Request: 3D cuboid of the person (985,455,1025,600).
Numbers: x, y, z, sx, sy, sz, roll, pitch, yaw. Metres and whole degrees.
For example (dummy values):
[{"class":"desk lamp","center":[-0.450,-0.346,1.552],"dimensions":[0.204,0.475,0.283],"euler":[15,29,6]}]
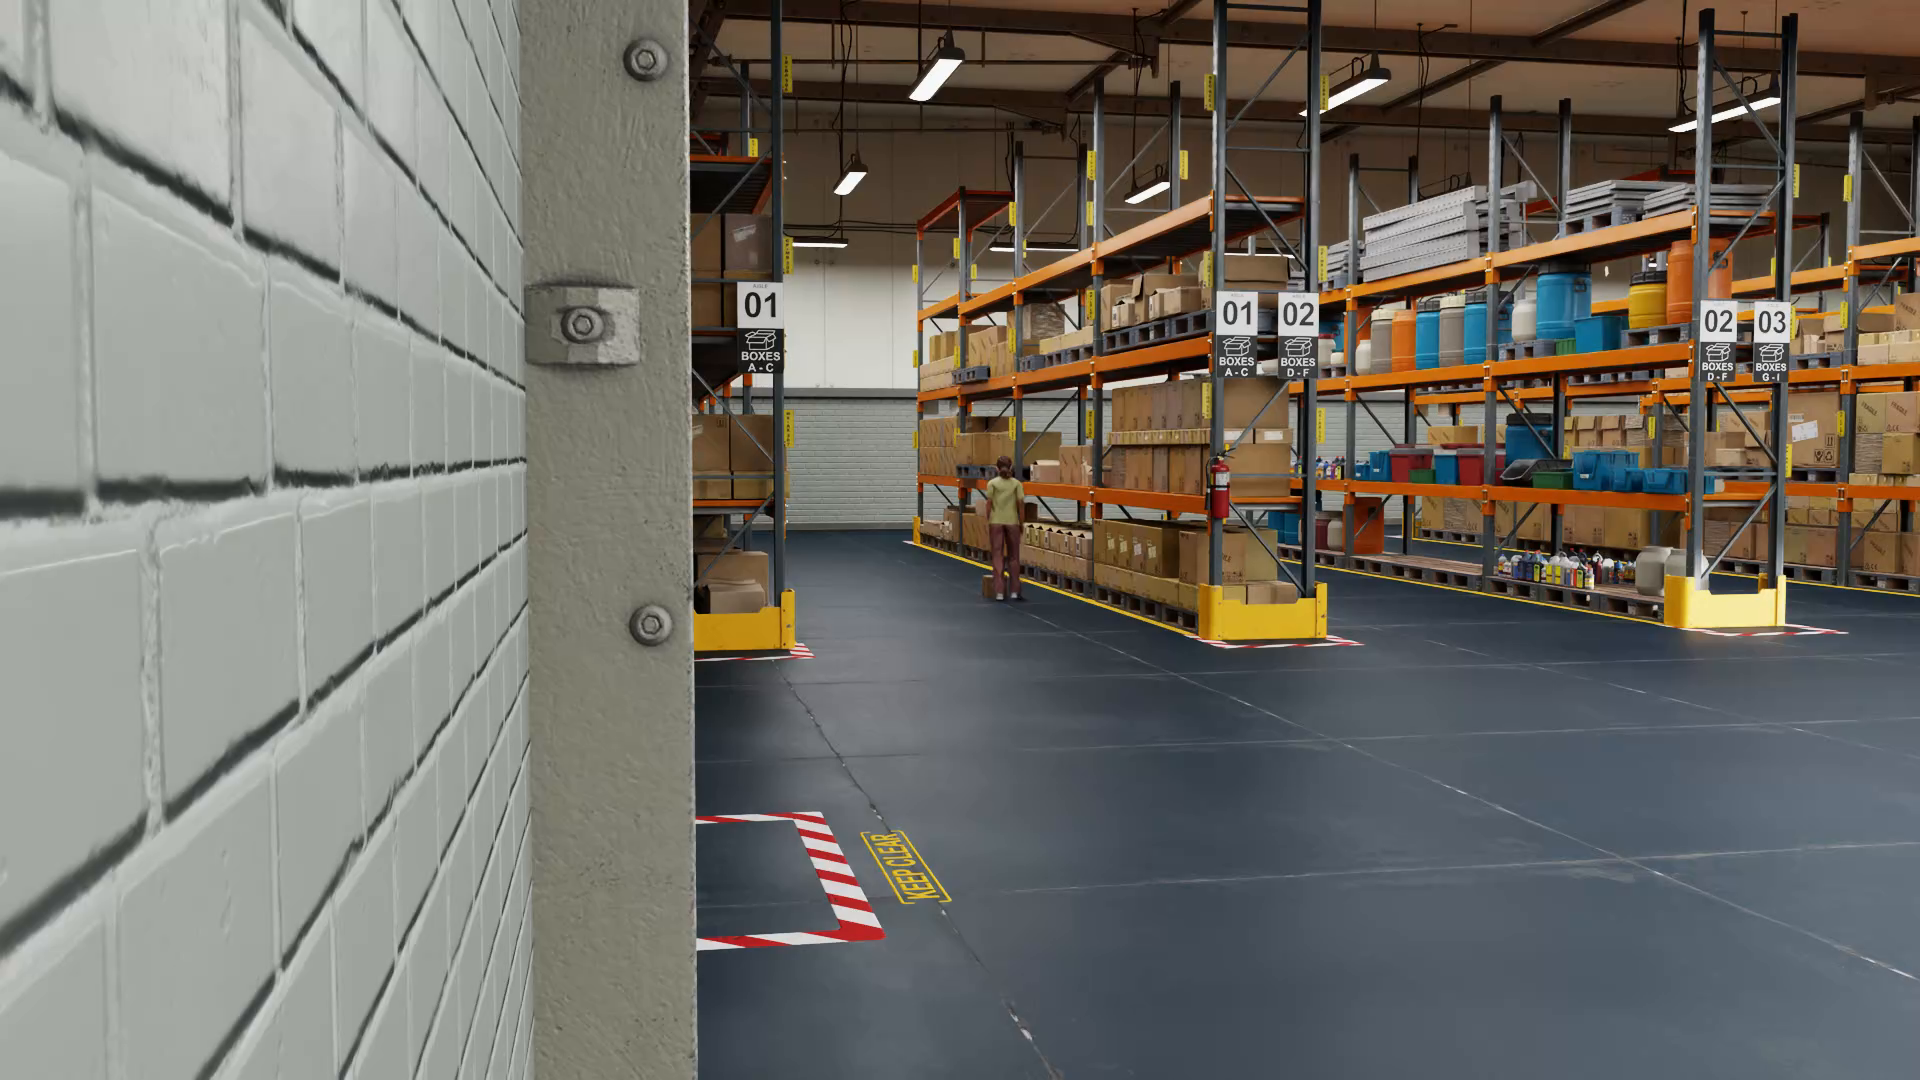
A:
[{"class":"person","center":[0.518,-0.147,19.327],"dimensions":[0.464,1.681,0.544],"euler":[0,3,-4]}]
